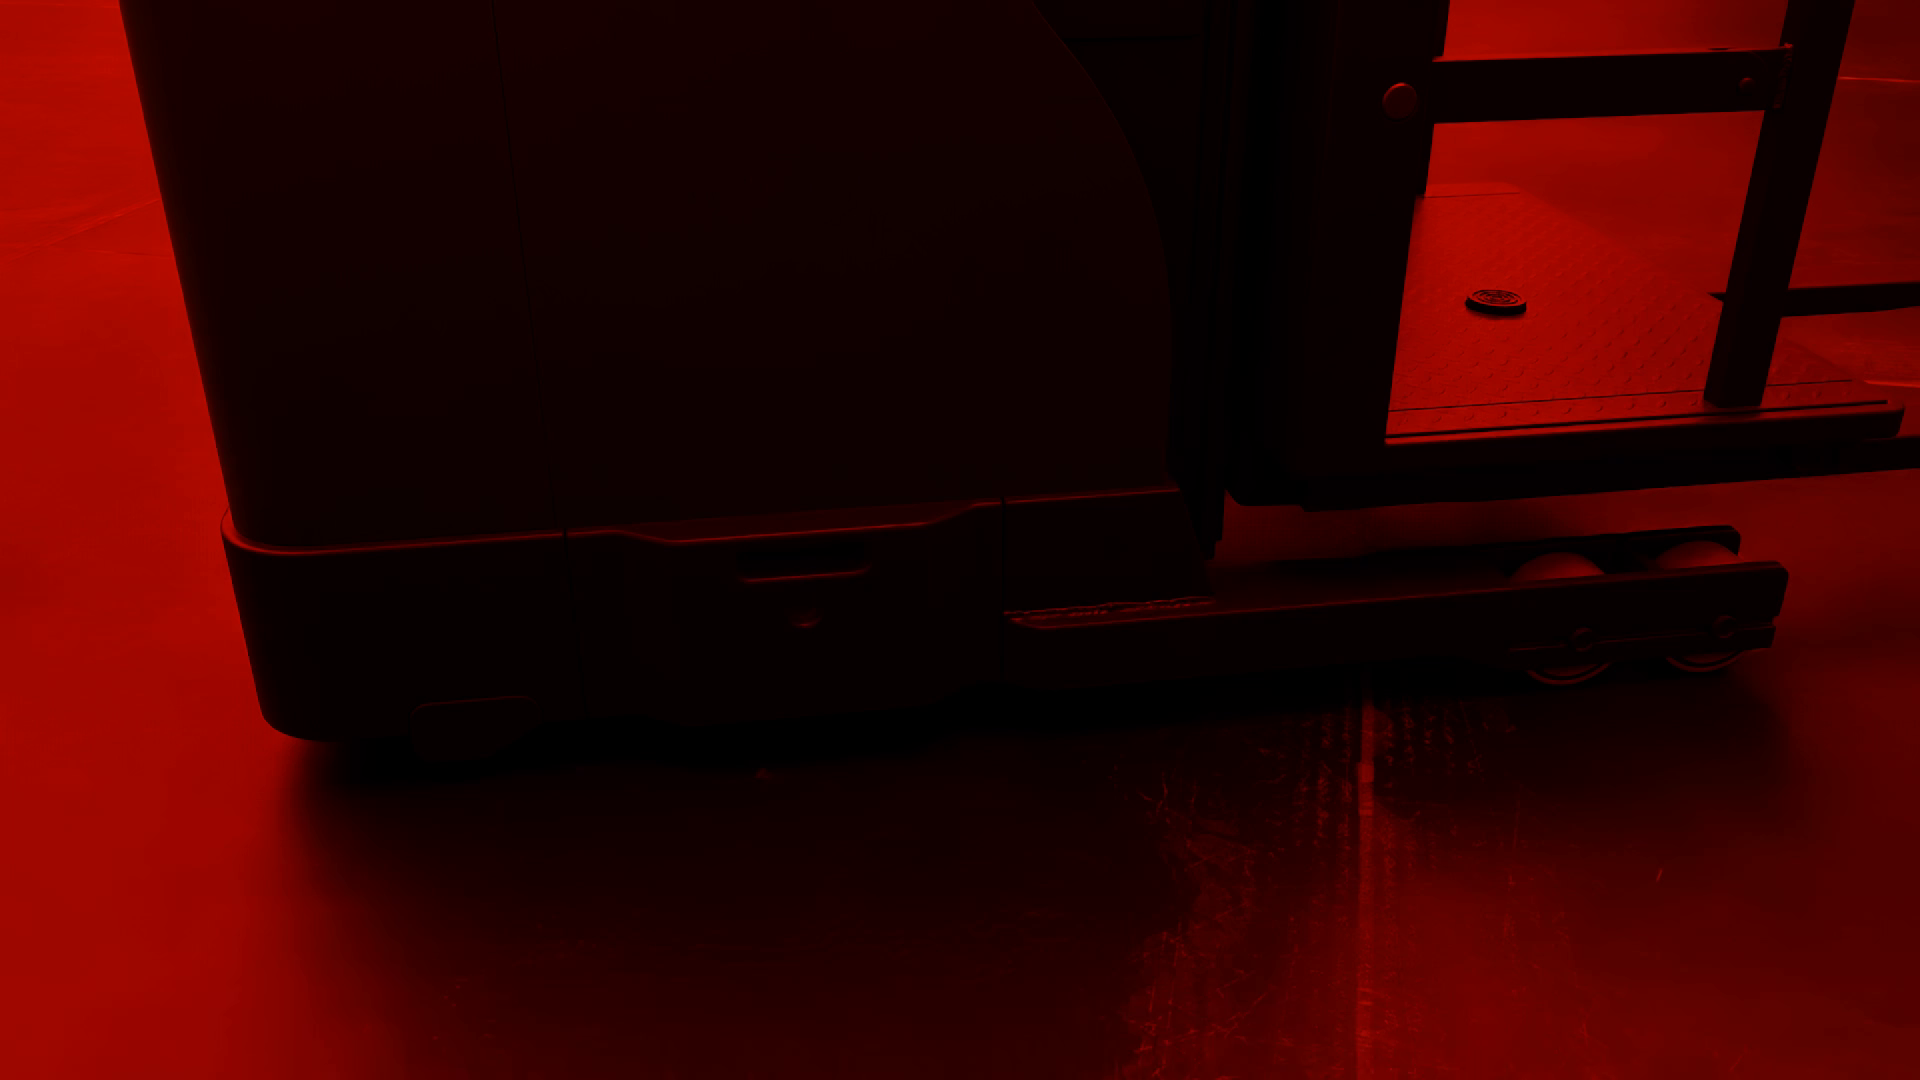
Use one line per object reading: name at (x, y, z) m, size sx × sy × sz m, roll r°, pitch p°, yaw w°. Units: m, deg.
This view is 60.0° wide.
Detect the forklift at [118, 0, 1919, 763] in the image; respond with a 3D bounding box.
forklift at (0.600, -1.354, 1.930) m, size 3.031 × 2.935 × 1.130 m, roll -4°, pitch 27°, yaw -9°
